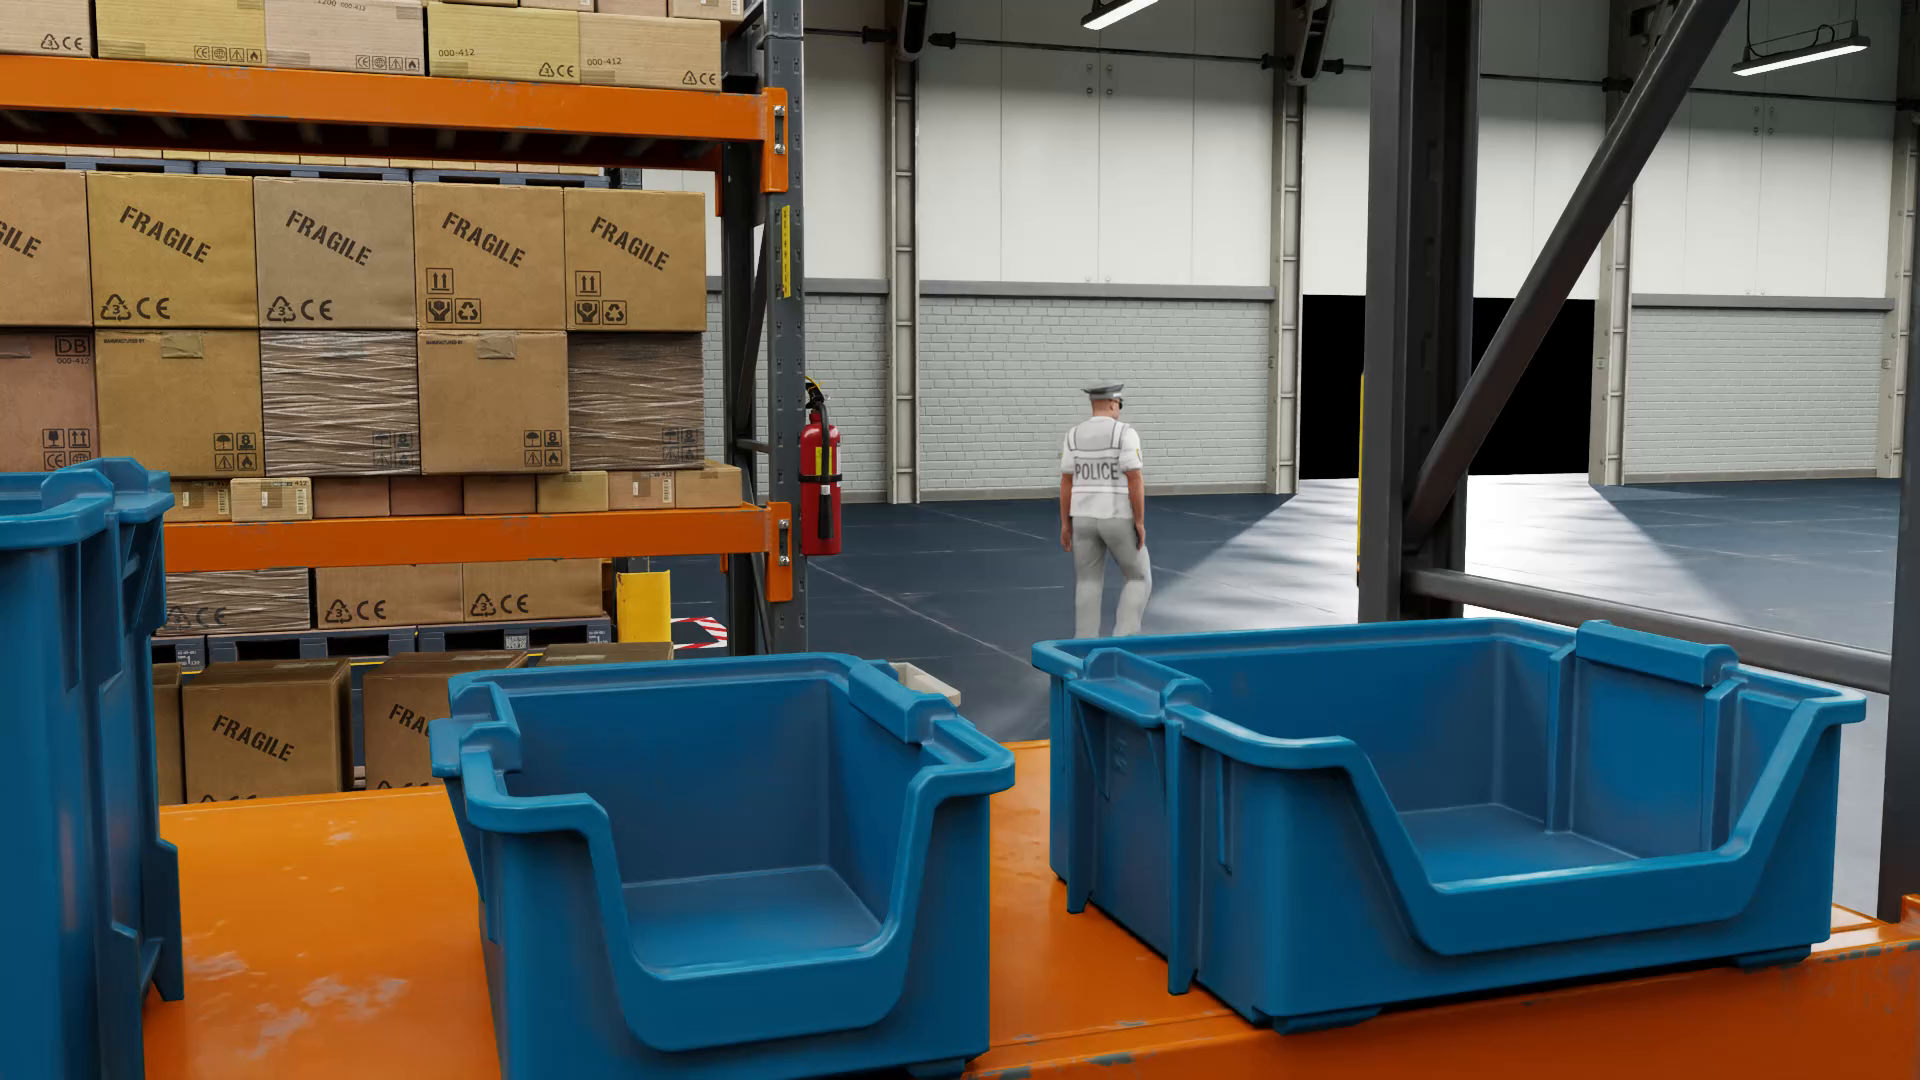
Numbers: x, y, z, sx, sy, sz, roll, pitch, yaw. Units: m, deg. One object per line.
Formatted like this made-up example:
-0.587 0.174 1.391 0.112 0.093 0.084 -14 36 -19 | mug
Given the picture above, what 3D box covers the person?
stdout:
0.904 -0.091 10.230 0.633 1.764 0.487 3 6 27 | person
